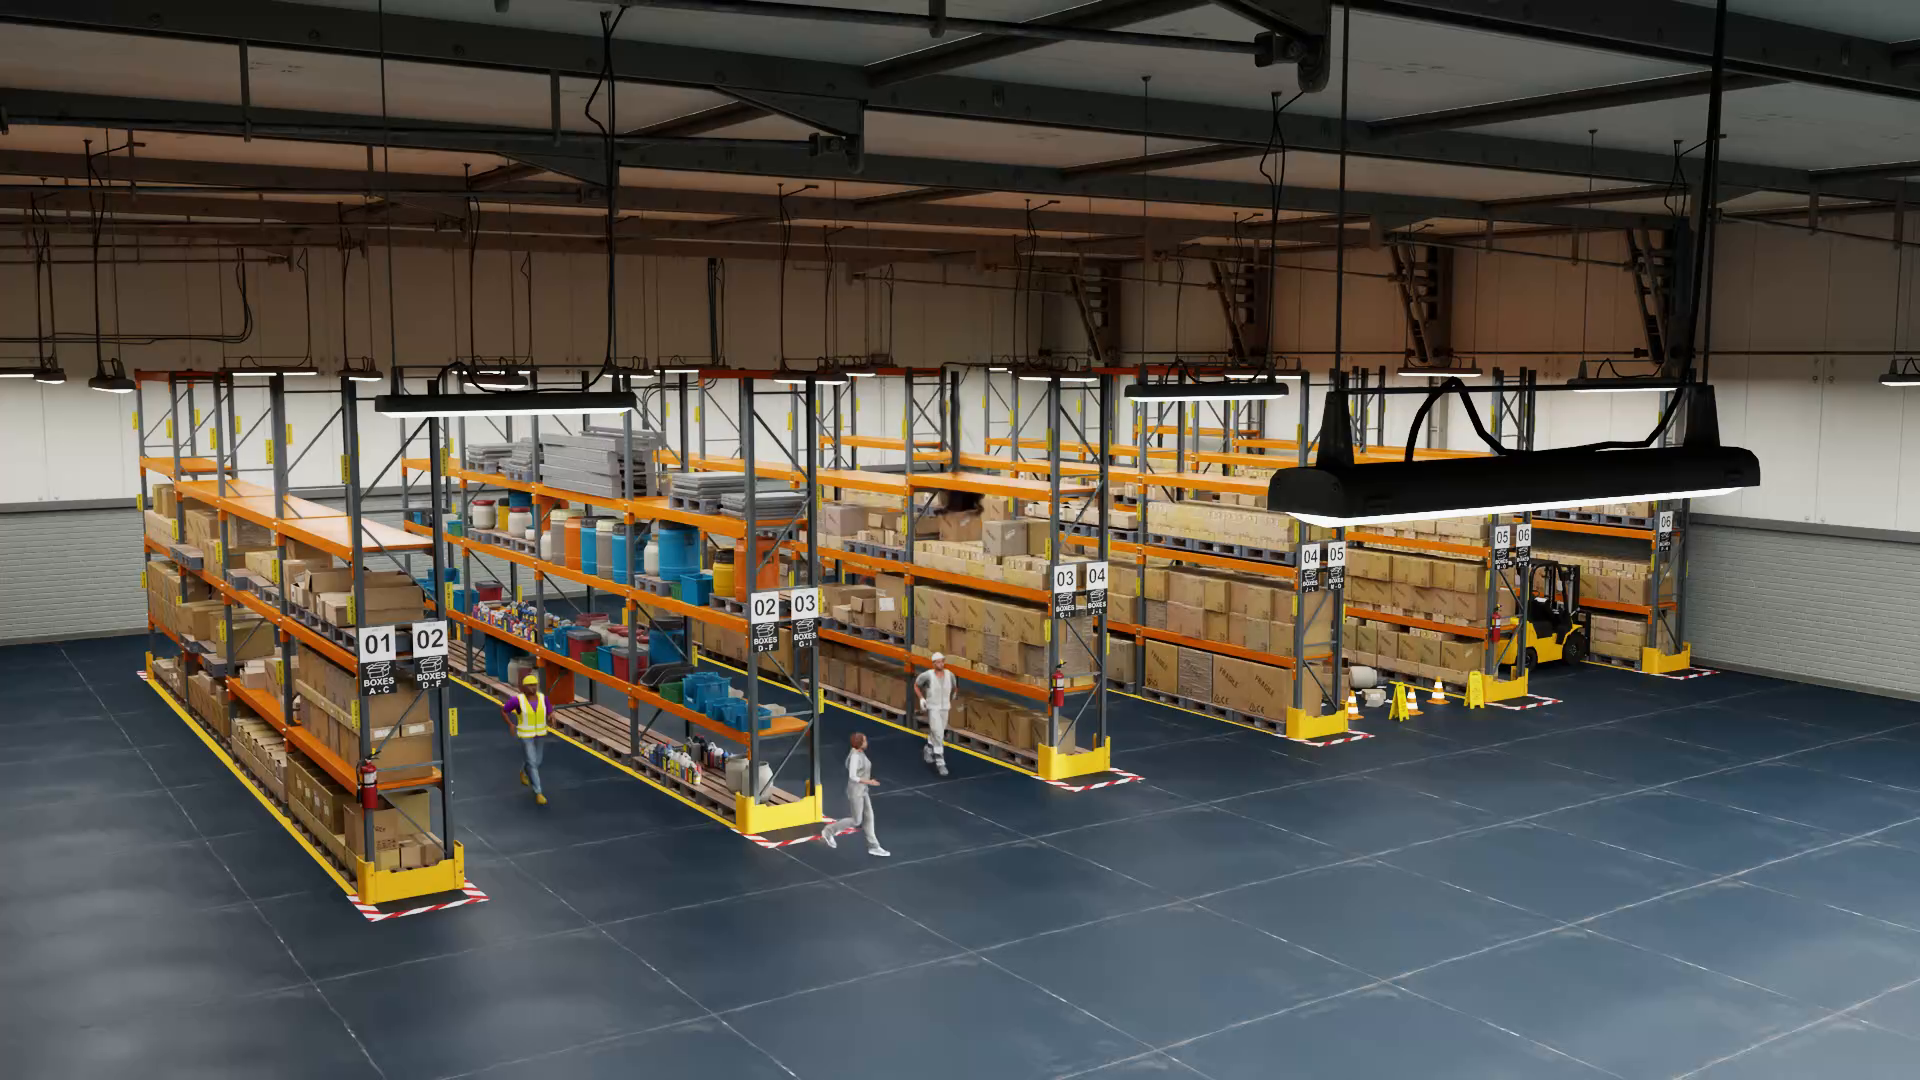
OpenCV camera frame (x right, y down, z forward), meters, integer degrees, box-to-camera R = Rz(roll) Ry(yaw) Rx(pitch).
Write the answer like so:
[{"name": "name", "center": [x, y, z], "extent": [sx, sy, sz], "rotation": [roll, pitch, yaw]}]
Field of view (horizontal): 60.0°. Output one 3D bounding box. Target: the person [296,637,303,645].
[{"name": "person", "center": [-12.567, 1.911, 31.987], "extent": [0.612, 1.658, 0.511], "rotation": [-6, 9, -43]}]

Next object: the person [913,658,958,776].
[{"name": "person", "center": [-0.331, 2.639, 25.169], "extent": [0.641, 1.678, 0.924], "rotation": [-4, 7, -31]}]

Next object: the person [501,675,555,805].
[{"name": "person", "center": [-6.086, 2.790, 23.608], "extent": [0.700, 1.774, 0.972], "rotation": [-5, 8, -38]}]

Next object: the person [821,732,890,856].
[{"name": "person", "center": [-1.308, 3.188, 20.869], "extent": [0.865, 1.587, 0.556], "rotation": [1, 6, 5]}]
